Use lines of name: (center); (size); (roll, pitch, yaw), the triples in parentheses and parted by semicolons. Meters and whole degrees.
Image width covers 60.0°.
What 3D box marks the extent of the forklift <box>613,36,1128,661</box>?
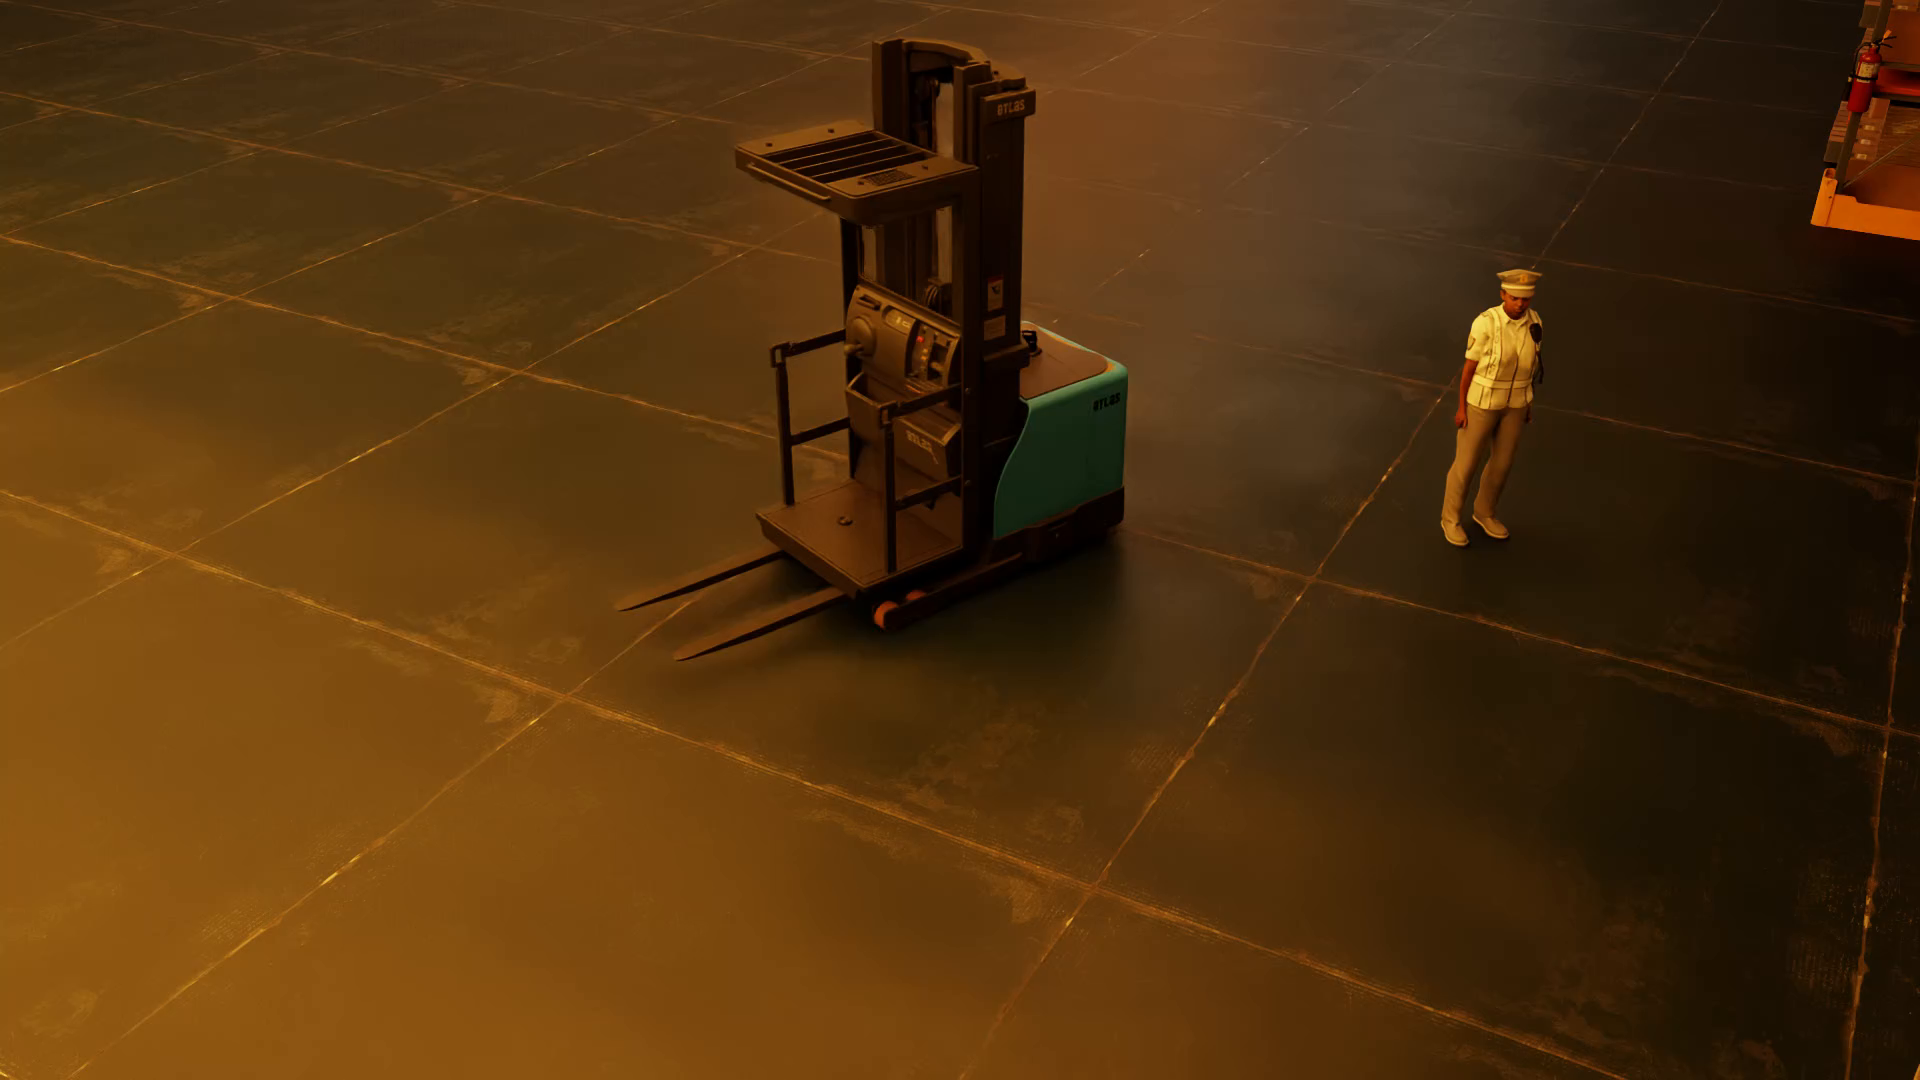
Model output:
forklift: (-0.479, -1.064, 8.914); (3.031, 2.935, 1.130); (-22, 37, -33)

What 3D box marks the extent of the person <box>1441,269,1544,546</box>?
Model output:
person: (3.122, -0.783, 9.677); (0.475, 1.688, 0.349); (-6, 31, -10)
